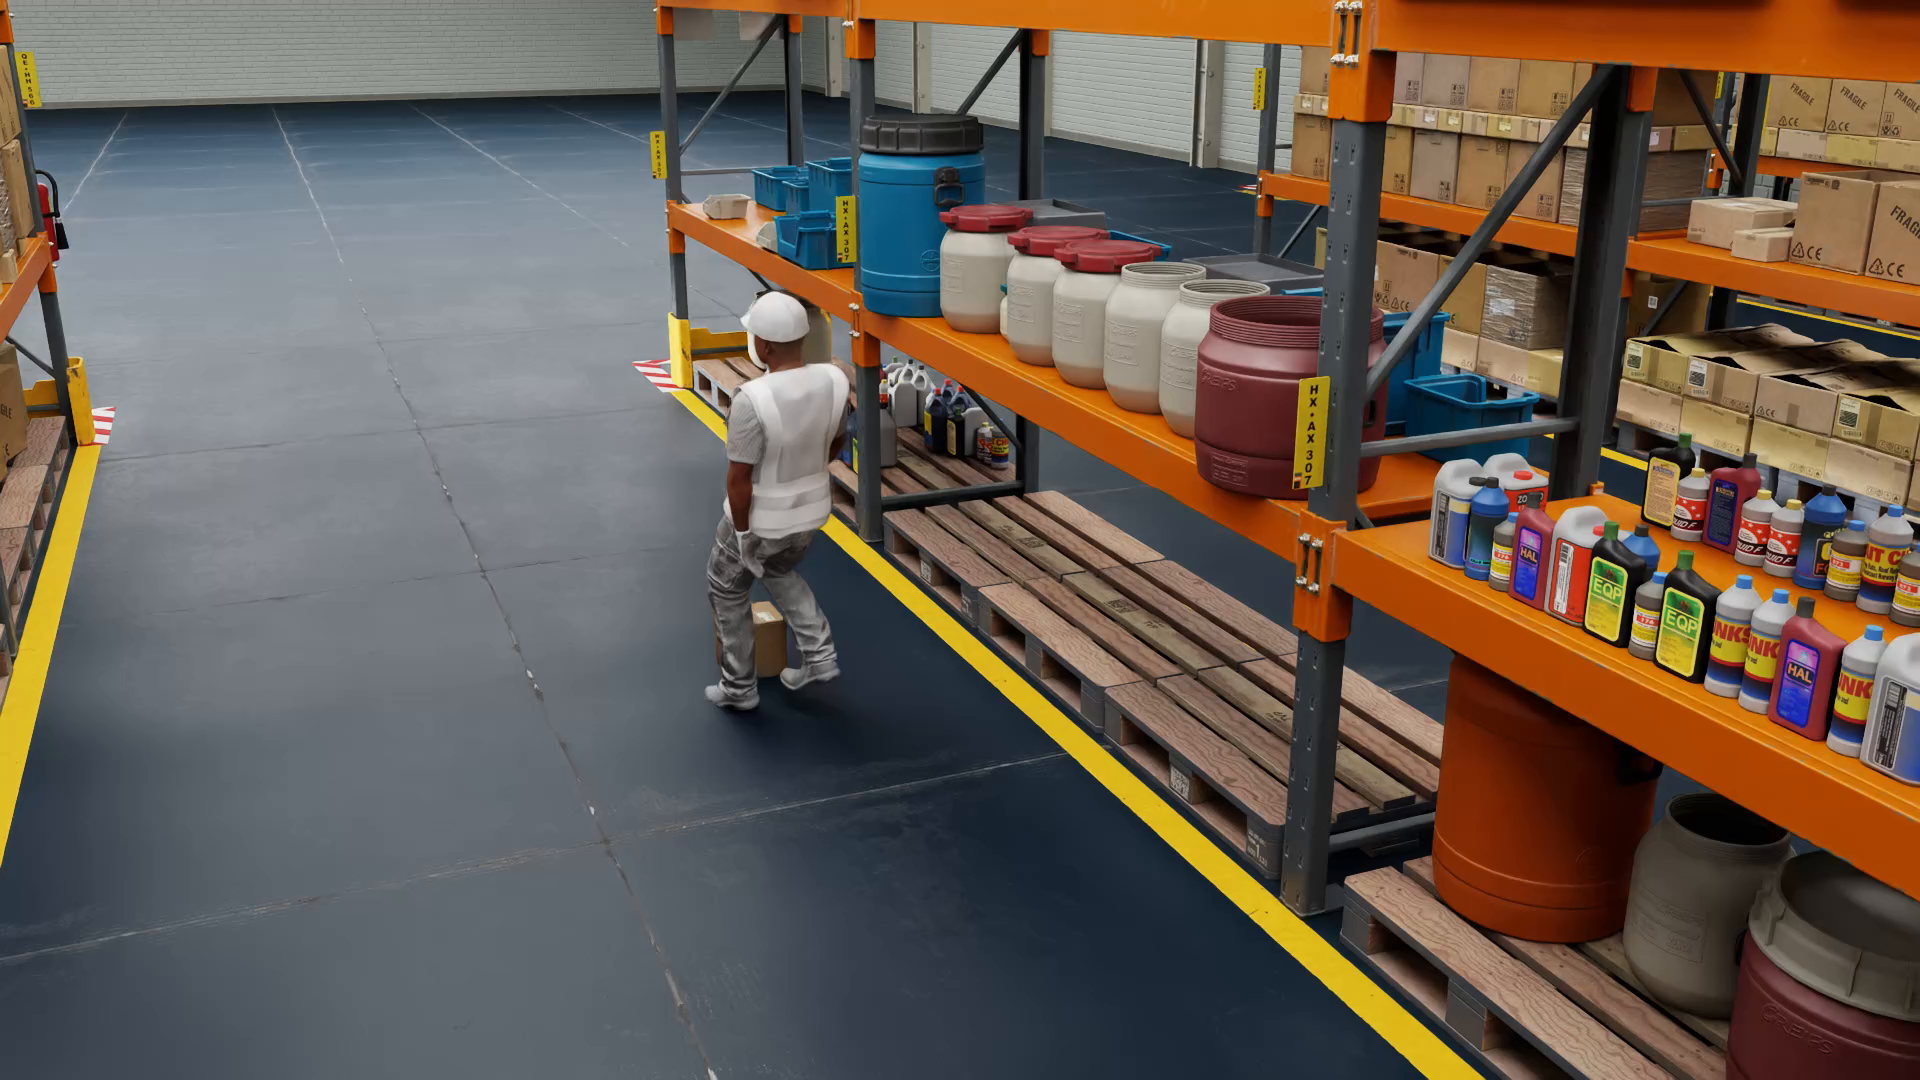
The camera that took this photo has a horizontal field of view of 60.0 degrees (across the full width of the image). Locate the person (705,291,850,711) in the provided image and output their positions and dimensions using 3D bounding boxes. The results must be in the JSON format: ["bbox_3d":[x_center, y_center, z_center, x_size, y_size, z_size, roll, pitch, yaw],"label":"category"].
[{"bbox_3d":[-0.768,-0.126,6.503,0.608,1.755,0.657,-17,25,-41],"label":"person"}]
